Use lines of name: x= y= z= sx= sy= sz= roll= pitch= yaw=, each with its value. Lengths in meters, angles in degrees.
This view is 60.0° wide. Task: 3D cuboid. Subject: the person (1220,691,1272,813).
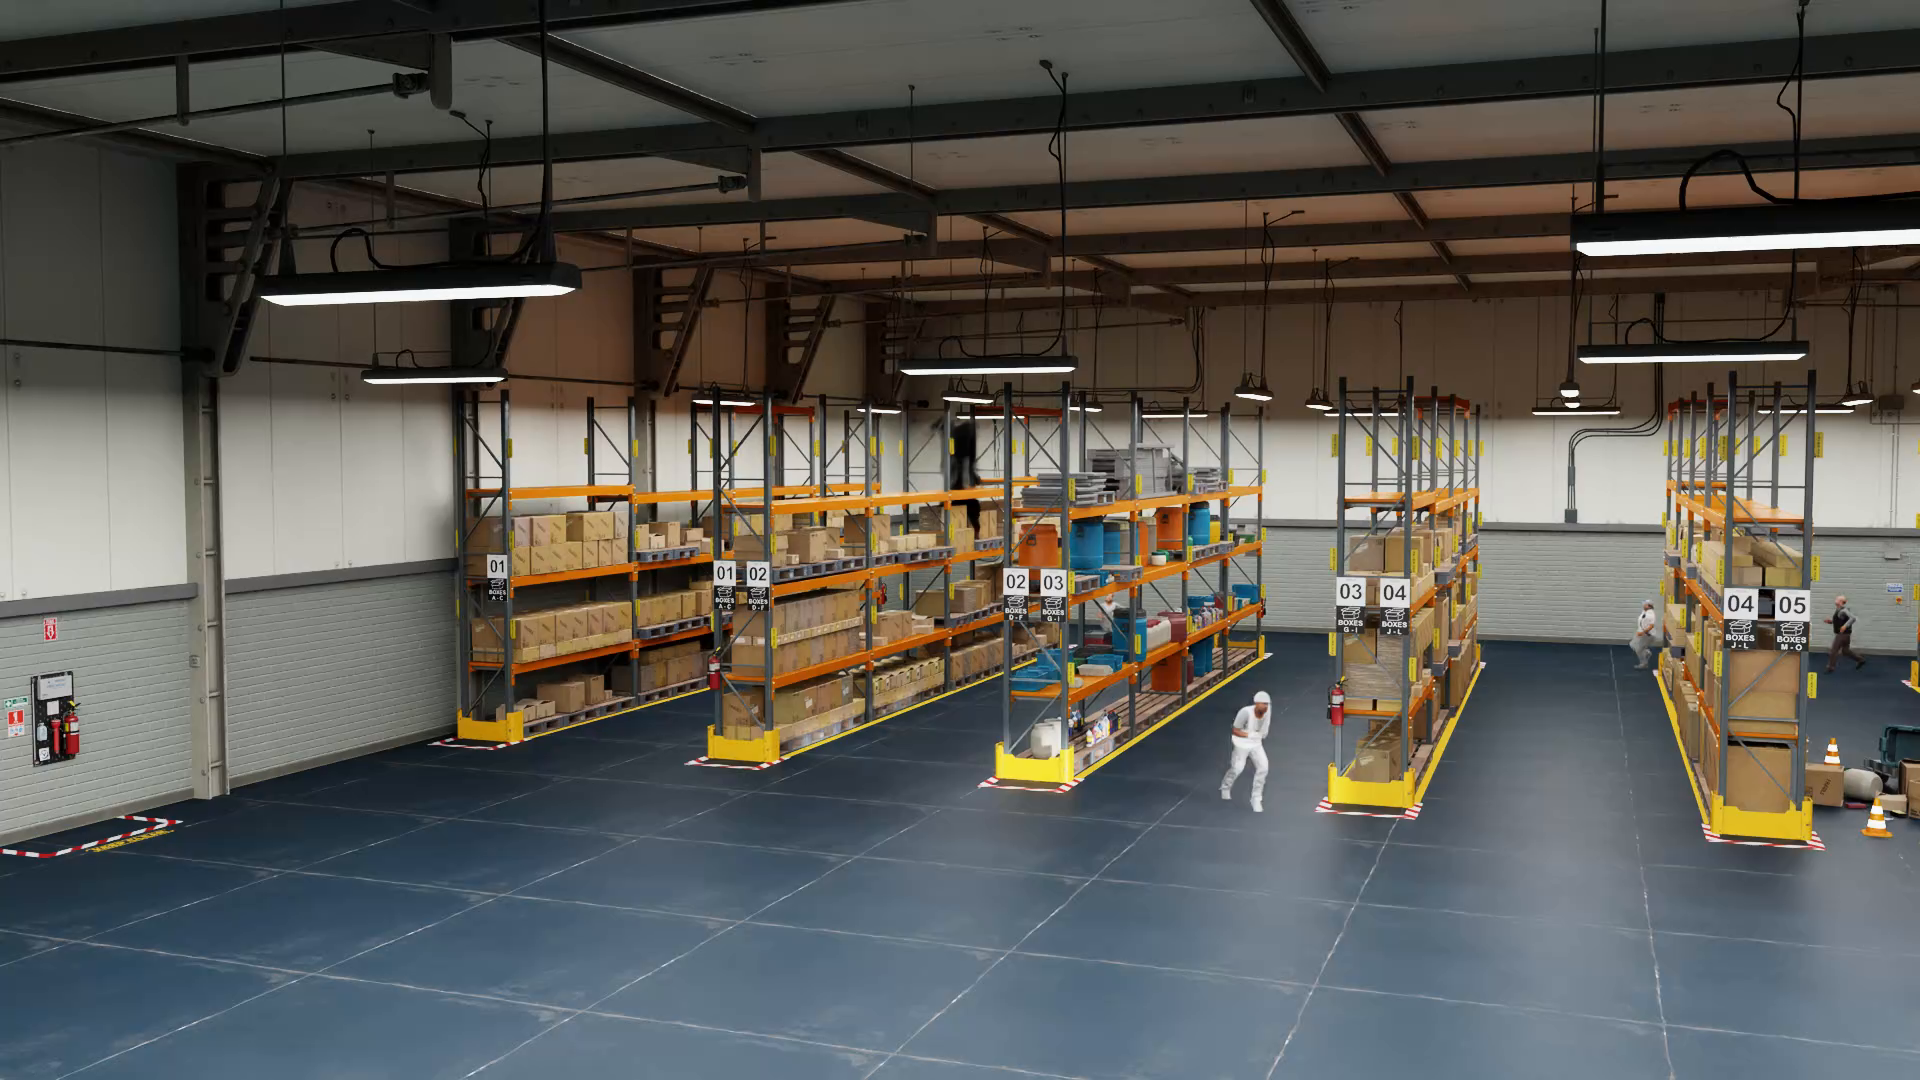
person: x=3.996 y=2.918 z=23.143 sx=0.729 sy=1.721 sz=1.022 roll=-2 pitch=4 yaw=-27

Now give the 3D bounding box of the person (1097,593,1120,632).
person: x=3.444 y=2.018 z=38.509 sx=0.571 sy=1.655 sz=0.950 roll=1 pitch=3 yaw=12

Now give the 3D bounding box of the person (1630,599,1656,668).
person: x=15.497 y=2.134 z=37.681 sx=0.512 sy=1.595 sz=0.644 roll=0 pitch=3 yaw=4

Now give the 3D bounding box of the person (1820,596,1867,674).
person: x=19.602 y=2.113 z=36.842 sx=0.967 sy=1.741 sz=0.666 roll=1 pitch=3 yaw=20
